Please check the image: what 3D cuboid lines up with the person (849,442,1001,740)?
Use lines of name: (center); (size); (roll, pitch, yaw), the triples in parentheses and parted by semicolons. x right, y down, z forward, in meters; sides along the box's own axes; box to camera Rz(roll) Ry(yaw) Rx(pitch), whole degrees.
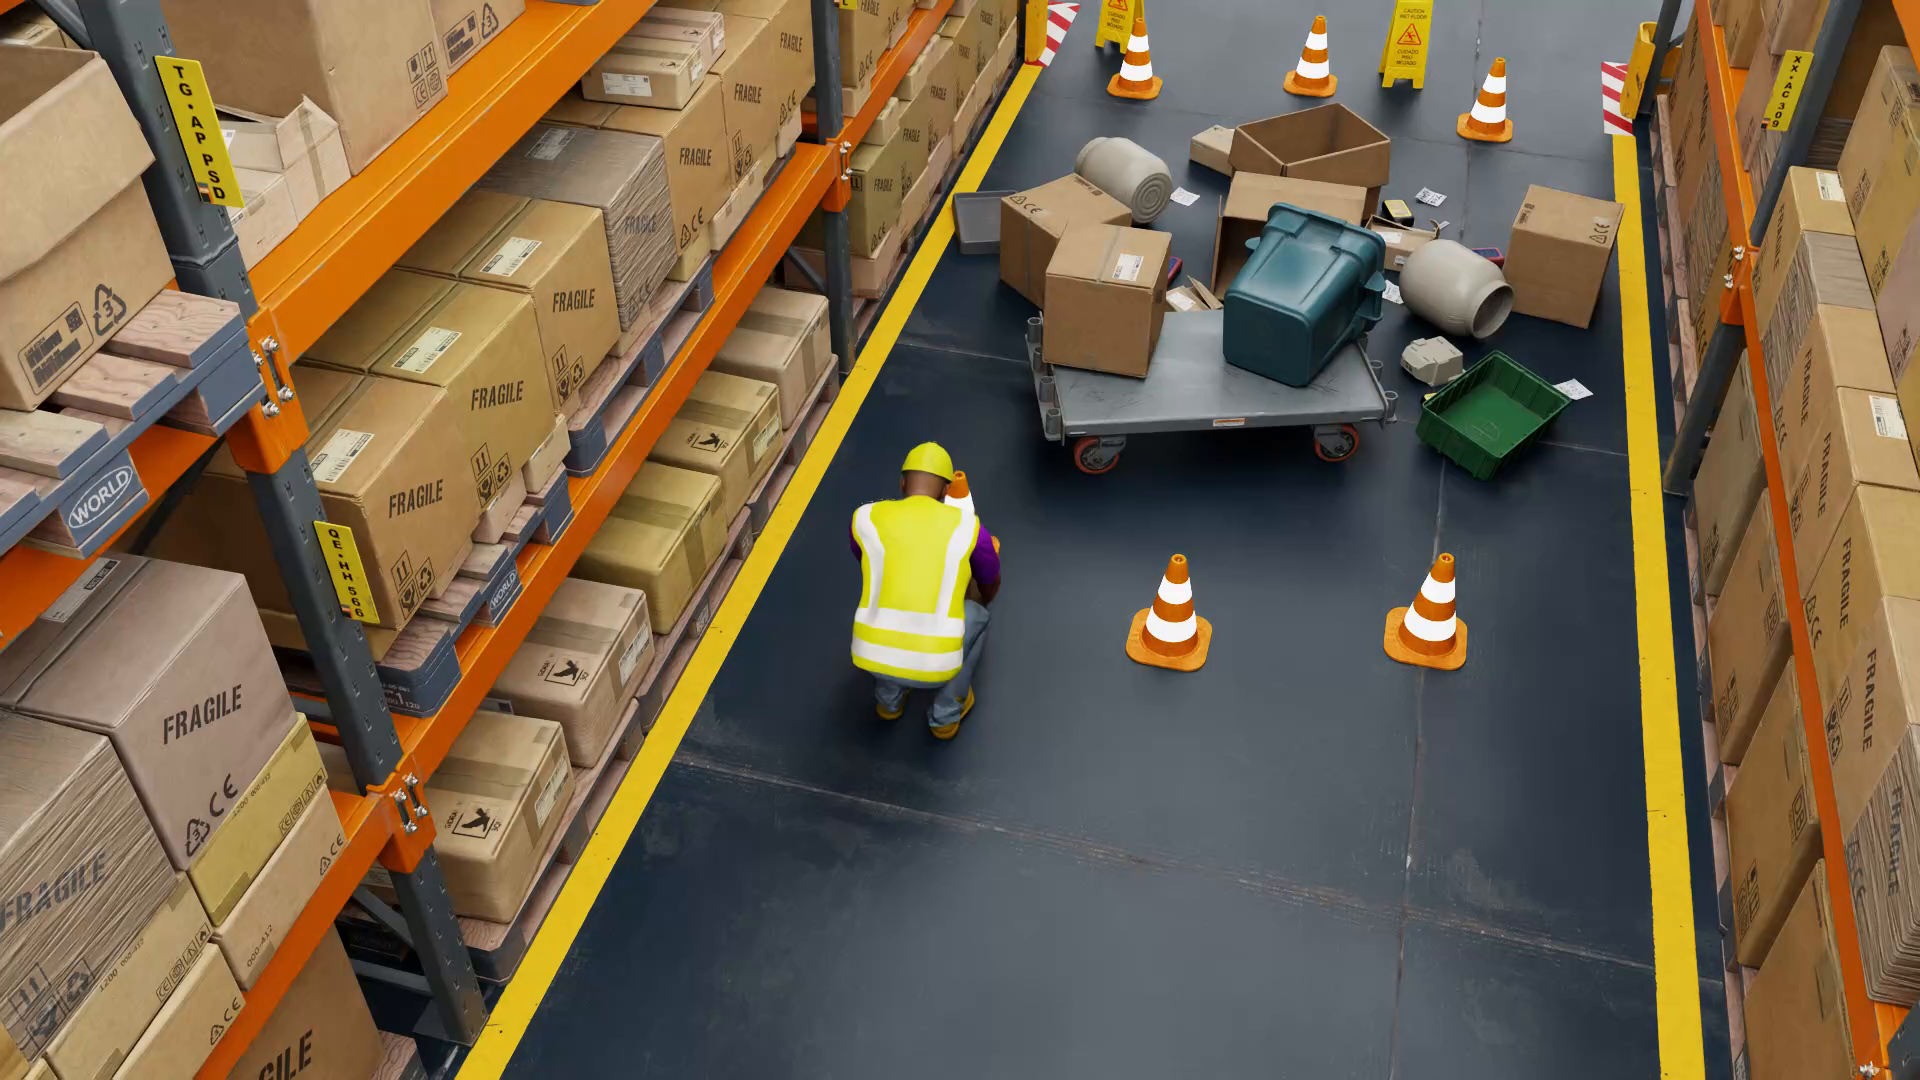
person: (-0.169, 0.212, 6.480); (0.582, 1.008, 0.902); (10, 42, 11)
